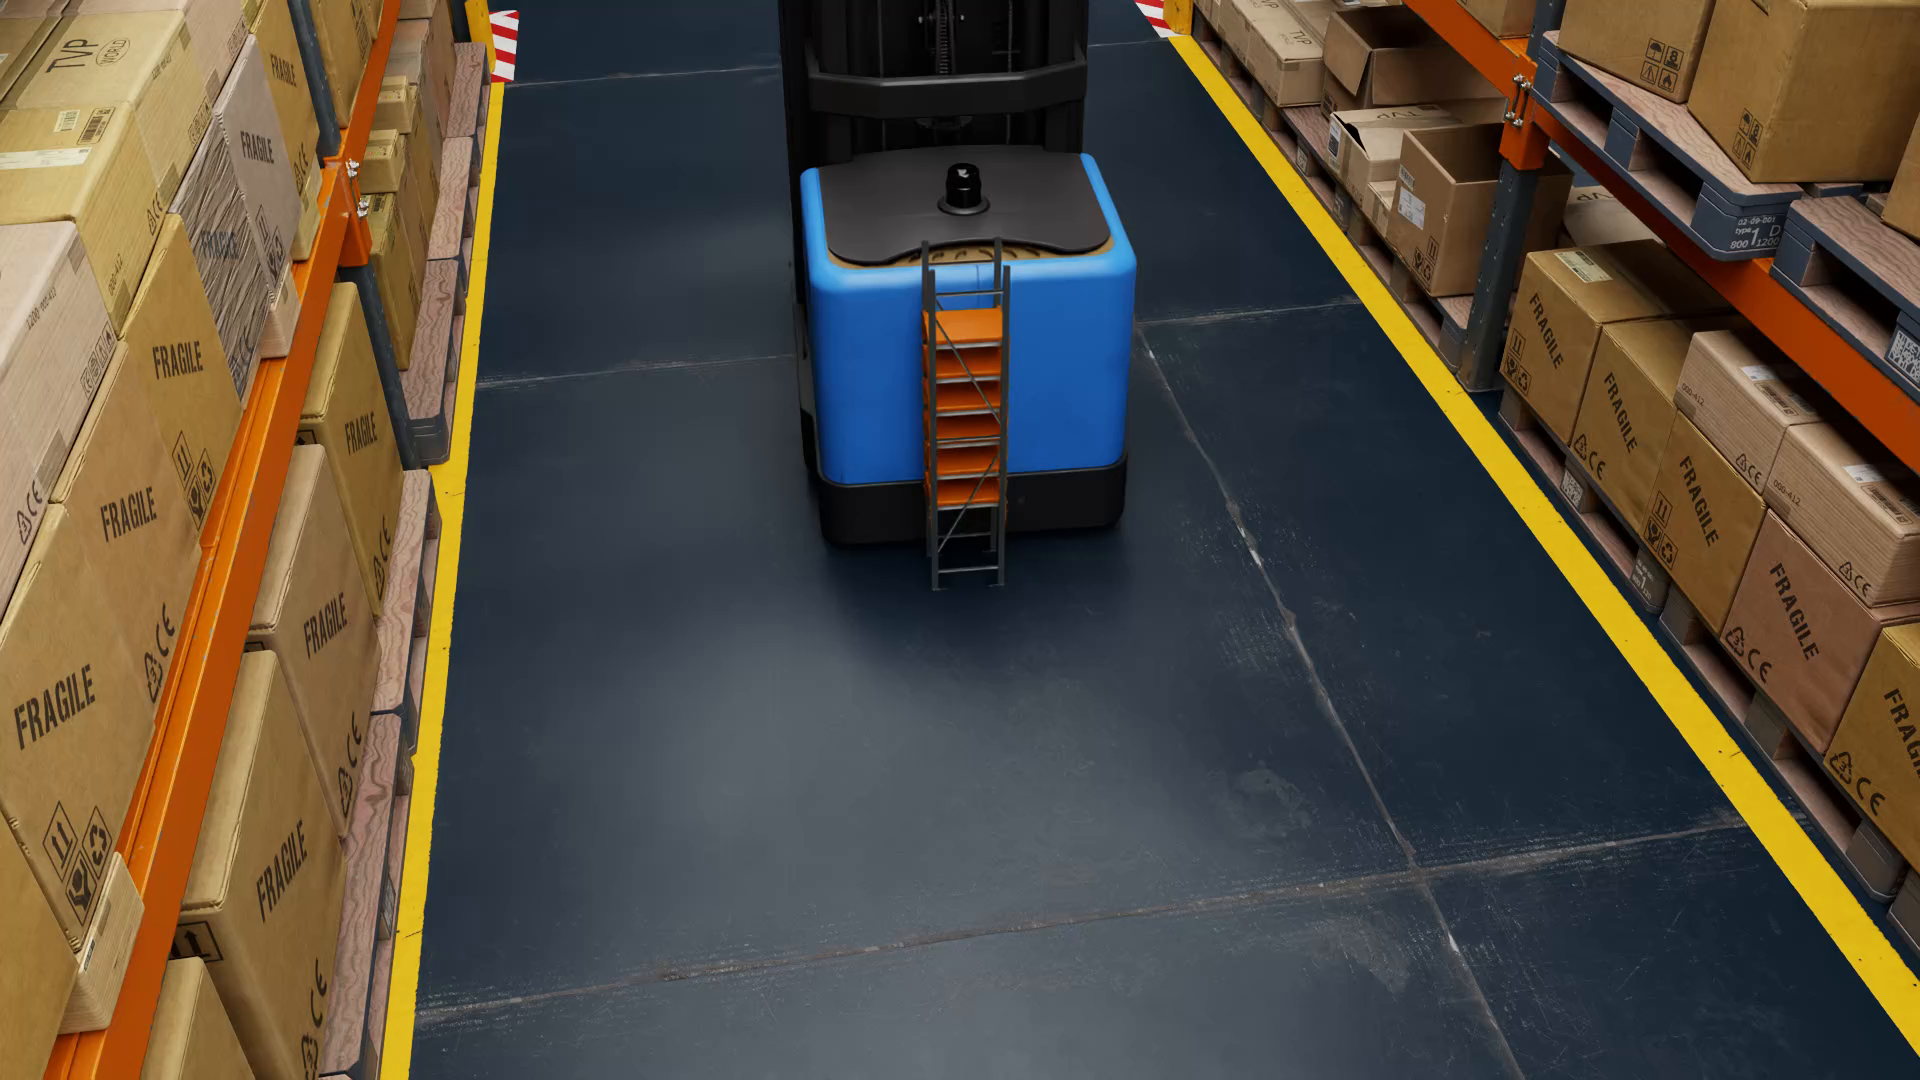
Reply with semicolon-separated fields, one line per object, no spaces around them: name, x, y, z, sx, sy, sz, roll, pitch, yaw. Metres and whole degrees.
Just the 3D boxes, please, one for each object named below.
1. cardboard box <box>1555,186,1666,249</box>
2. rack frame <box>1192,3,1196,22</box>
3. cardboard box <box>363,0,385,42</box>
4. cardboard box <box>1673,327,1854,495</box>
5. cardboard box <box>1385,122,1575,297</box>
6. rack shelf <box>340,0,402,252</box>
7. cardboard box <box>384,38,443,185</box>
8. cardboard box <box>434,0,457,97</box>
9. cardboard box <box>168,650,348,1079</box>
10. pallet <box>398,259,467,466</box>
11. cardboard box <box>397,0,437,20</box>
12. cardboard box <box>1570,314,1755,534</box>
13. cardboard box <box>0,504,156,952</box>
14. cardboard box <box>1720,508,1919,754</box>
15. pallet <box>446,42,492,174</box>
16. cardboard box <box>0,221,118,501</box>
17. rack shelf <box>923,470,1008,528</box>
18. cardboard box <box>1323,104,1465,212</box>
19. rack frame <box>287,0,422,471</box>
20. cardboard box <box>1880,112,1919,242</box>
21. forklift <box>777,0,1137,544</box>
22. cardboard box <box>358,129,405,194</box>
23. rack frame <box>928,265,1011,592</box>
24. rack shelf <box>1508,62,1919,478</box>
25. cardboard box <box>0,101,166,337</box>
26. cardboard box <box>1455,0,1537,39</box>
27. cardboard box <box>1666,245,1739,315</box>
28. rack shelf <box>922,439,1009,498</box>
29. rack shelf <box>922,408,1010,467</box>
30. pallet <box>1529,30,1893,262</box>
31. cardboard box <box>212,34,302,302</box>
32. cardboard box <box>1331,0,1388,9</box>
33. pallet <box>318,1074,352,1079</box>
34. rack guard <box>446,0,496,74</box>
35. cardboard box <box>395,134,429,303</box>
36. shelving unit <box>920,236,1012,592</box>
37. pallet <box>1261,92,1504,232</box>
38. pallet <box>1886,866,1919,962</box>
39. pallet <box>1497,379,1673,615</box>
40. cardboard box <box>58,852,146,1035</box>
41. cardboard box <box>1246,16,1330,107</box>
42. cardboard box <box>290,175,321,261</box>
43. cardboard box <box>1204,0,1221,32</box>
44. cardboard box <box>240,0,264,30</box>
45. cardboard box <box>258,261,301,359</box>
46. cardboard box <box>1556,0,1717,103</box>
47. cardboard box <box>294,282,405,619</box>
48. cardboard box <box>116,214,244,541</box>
cardboard box;2.599;-1.228;6.719;0.500;0.311;0.500;-6;38;-8
rack frame;1.758;-4.256;8.783;1.000;3.000;0.127;-6;38;-8
cardboard box;-2.619;-2.194;5.884;0.980;0.700;0.700;-7;38;-9
cardboard box;2.480;-0.400;4.888;0.500;0.250;0.500;-6;38;-8
cardboard box;2.080;-1.340;6.709;0.500;0.500;0.500;-6;38;-8
rack shelf;-2.768;-2.228;6.760;1.077;0.370;4.000;-6;38;-8
cardboard box;-2.720;-1.881;7.422;0.700;0.500;0.500;-7;38;-9
cardboard box;-2.897;-2.487;8.202;0.700;0.500;0.500;-6;38;-8
cardboard box;-1.863;0.806;3.677;0.750;0.750;0.750;-6;38;-8
pallet;-2.473;-0.671;6.442;1.003;0.211;1.213;-6;38;-8
cardboard box;-2.650;-2.531;7.730;0.380;0.149;0.250;-5;38;-7
cardboard box;2.409;-0.387;5.482;0.500;0.500;0.500;-6;38;-7
cardboard box;-1.632;0.308;2.568;0.500;0.500;0.500;-5;38;-6
cardboard box;2.577;0.221;4.699;0.500;0.500;0.500;-8;38;-10
pallet;-2.901;-2.145;8.339;1.003;0.211;1.213;-6;38;-8
cardboard box;-1.728;-0.278;2.711;0.500;0.250;0.500;-6;38;-8
rack shelf;0.016;-0.144;5.421;0.258;0.103;0.180;-4;38;-5
cardboard box;1.949;-1.718;7.350;0.500;0.311;0.500;-6;38;-8
rack frame;-2.417;-1.305;4.984;1.000;3.000;0.127;-6;38;-8
cardboard box;2.830;-0.984;4.148;0.700;0.500;0.500;-16;41;-19
forklift;-0.122;-2.040;5.986;1.130;2.935;3.031;-4;38;-5
cardboard box;-2.328;-1.429;6.310;0.380;0.149;0.250;-5;38;-6
rack frame;0.027;-0.313;5.175;0.240;1.200;0.006;-4;38;-5
rack shelf;2.810;-0.348;4.339;1.077;0.370;4.000;-6;38;-8
cardboard box;-1.824;-0.585;3.107;0.500;0.250;0.500;-7;38;-9
cardboard box;2.119;-2.153;5.995;0.500;0.500;0.500;-6;38;-7
cardboard box;2.828;-0.759;5.961;0.500;0.500;0.500;-6;38;-8
rack shelf;0.016;-0.239;5.347;0.258;0.103;0.180;-4;38;-5
rack shelf;0.016;-0.333;5.274;0.258;0.103;0.180;-4;38;-5
pallet;2.492;-1.269;5.095;1.003;0.211;1.213;-6;38;-8
cardboard box;-1.989;-0.911;4.137;0.500;0.500;0.500;-6;38;-8
cardboard box;2.078;-2.754;8.801;0.380;0.166;0.250;-6;38;-8
pallet;-1.780;1.728;3.353;1.003;0.211;1.213;-6;38;-8
rack guard;-3.122;-2.748;8.880;1.175;0.500;0.348;-6;38;-8
cardboard box;-2.532;-1.250;6.609;0.700;0.500;0.500;-7;38;-8
shelving unit;0.016;-0.368;5.246;0.258;1.200;0.189;-4;38;-5
pallet;2.123;-1.892;8.013;1.003;0.211;1.213;-6;38;-8
pallet;3.067;1.223;4.004;1.003;0.211;1.213;-6;38;-8
pallet;2.639;-0.251;5.901;1.003;0.211;1.213;-6;38;-8
cardboard box;-1.544;0.656;2.649;0.380;0.149;0.250;-5;38;-7
cardboard box;1.749;-2.381;8.252;0.500;0.250;0.500;-6;38;-8
cardboard box;-2.012;-0.890;4.639;0.380;0.149;0.250;-6;38;-7
cardboard box;1.537;-2.870;8.950;0.380;0.166;0.250;-6;38;-8
cardboard box;-2.083;-1.511;4.298;0.500;0.250;0.500;-5;38;-7
cardboard box;-1.906;-0.575;4.234;0.380;0.149;0.250;-6;38;-8
cardboard box;2.322;-1.735;5.114;0.700;0.500;0.500;-19;42;-23
cardboard box;-2.175;-0.243;5.028;0.750;0.750;0.750;-6;38;-7
cardboard box;-1.816;-0.305;3.358;0.500;0.500;0.500;-5;38;-7
